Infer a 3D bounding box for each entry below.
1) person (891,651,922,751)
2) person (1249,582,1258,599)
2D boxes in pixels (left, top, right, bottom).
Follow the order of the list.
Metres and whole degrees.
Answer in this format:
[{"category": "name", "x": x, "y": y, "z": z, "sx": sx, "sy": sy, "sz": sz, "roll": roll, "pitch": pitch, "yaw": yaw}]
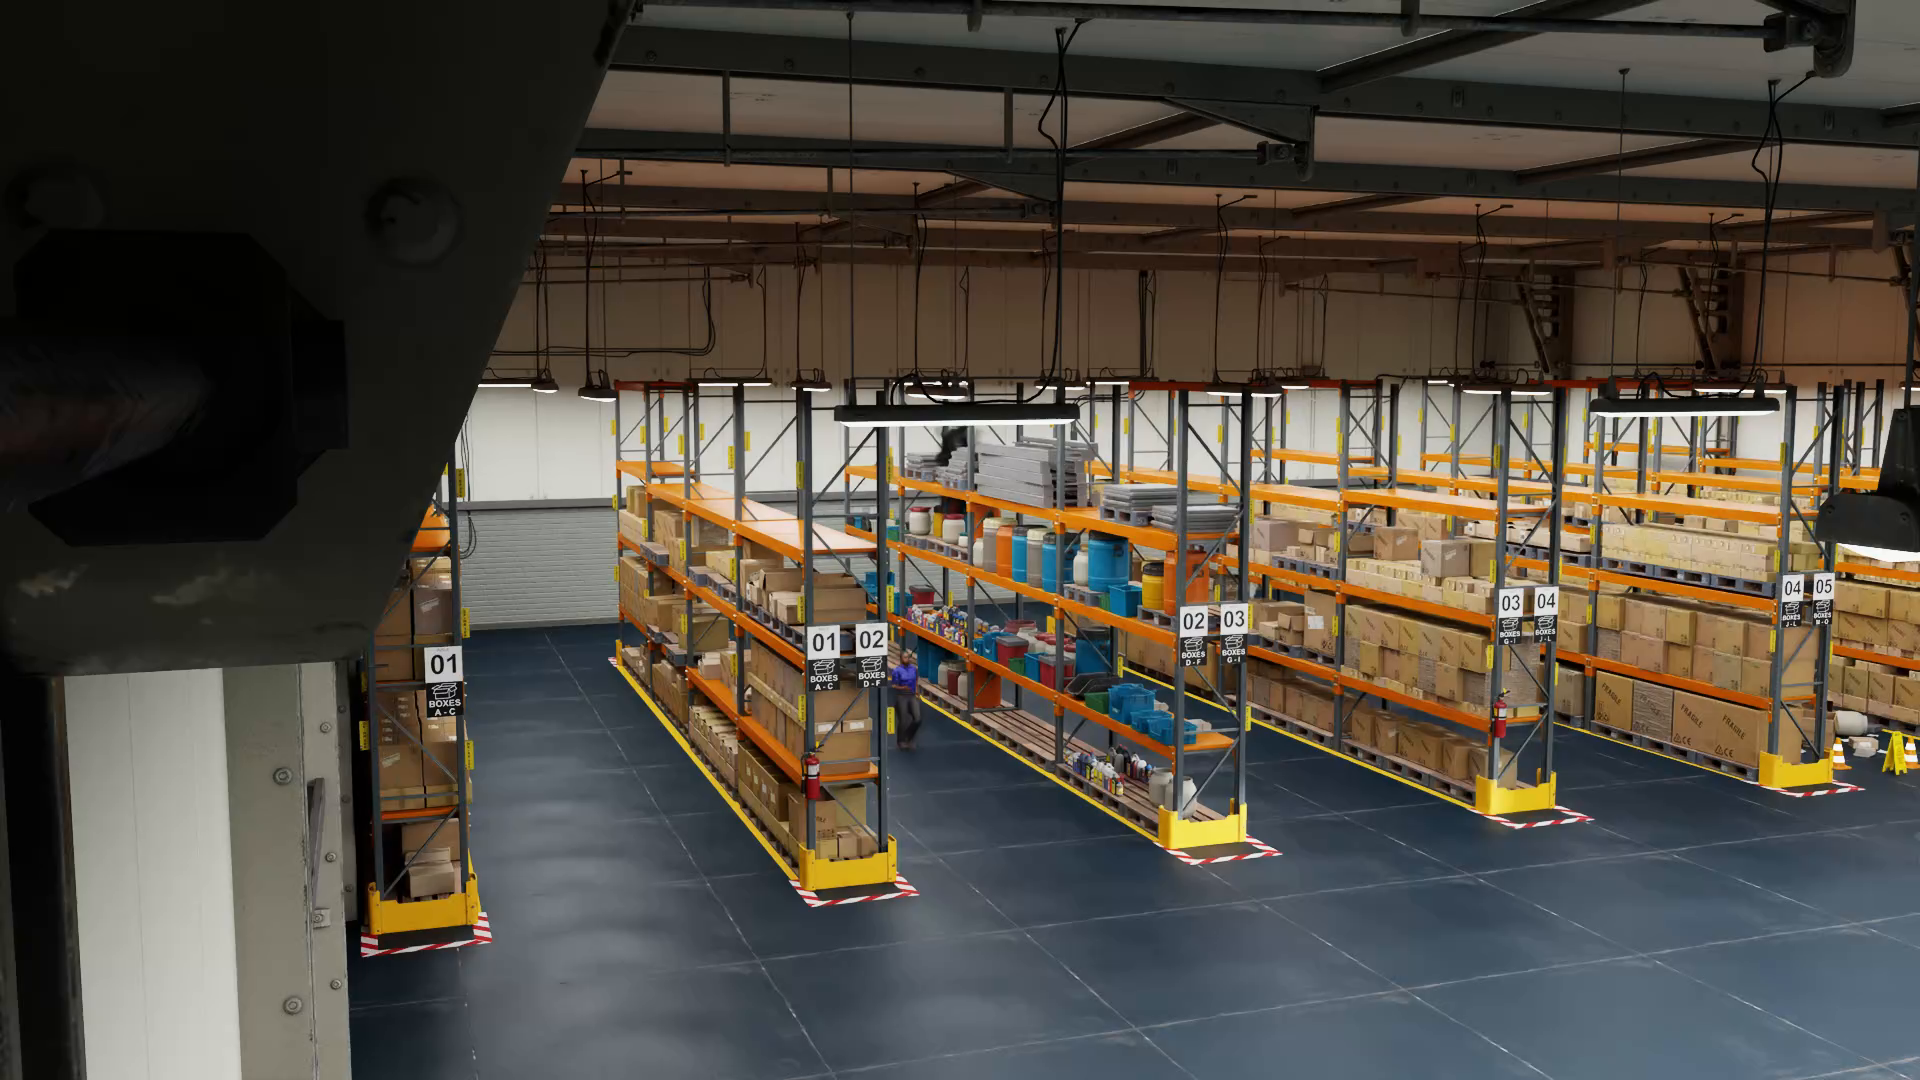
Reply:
[{"category": "person", "x": -0.843, "y": 2.640, "z": 27.164, "sx": 0.557, "sy": 1.655, "sz": 0.627, "roll": -3, "pitch": 7, "yaw": -25}, {"category": "person", "x": 7.309, "y": 1.093, "z": 41.396, "sx": 0.704, "sy": 1.749, "sz": 0.656, "roll": -4, "pitch": 7, "yaw": -34}]
